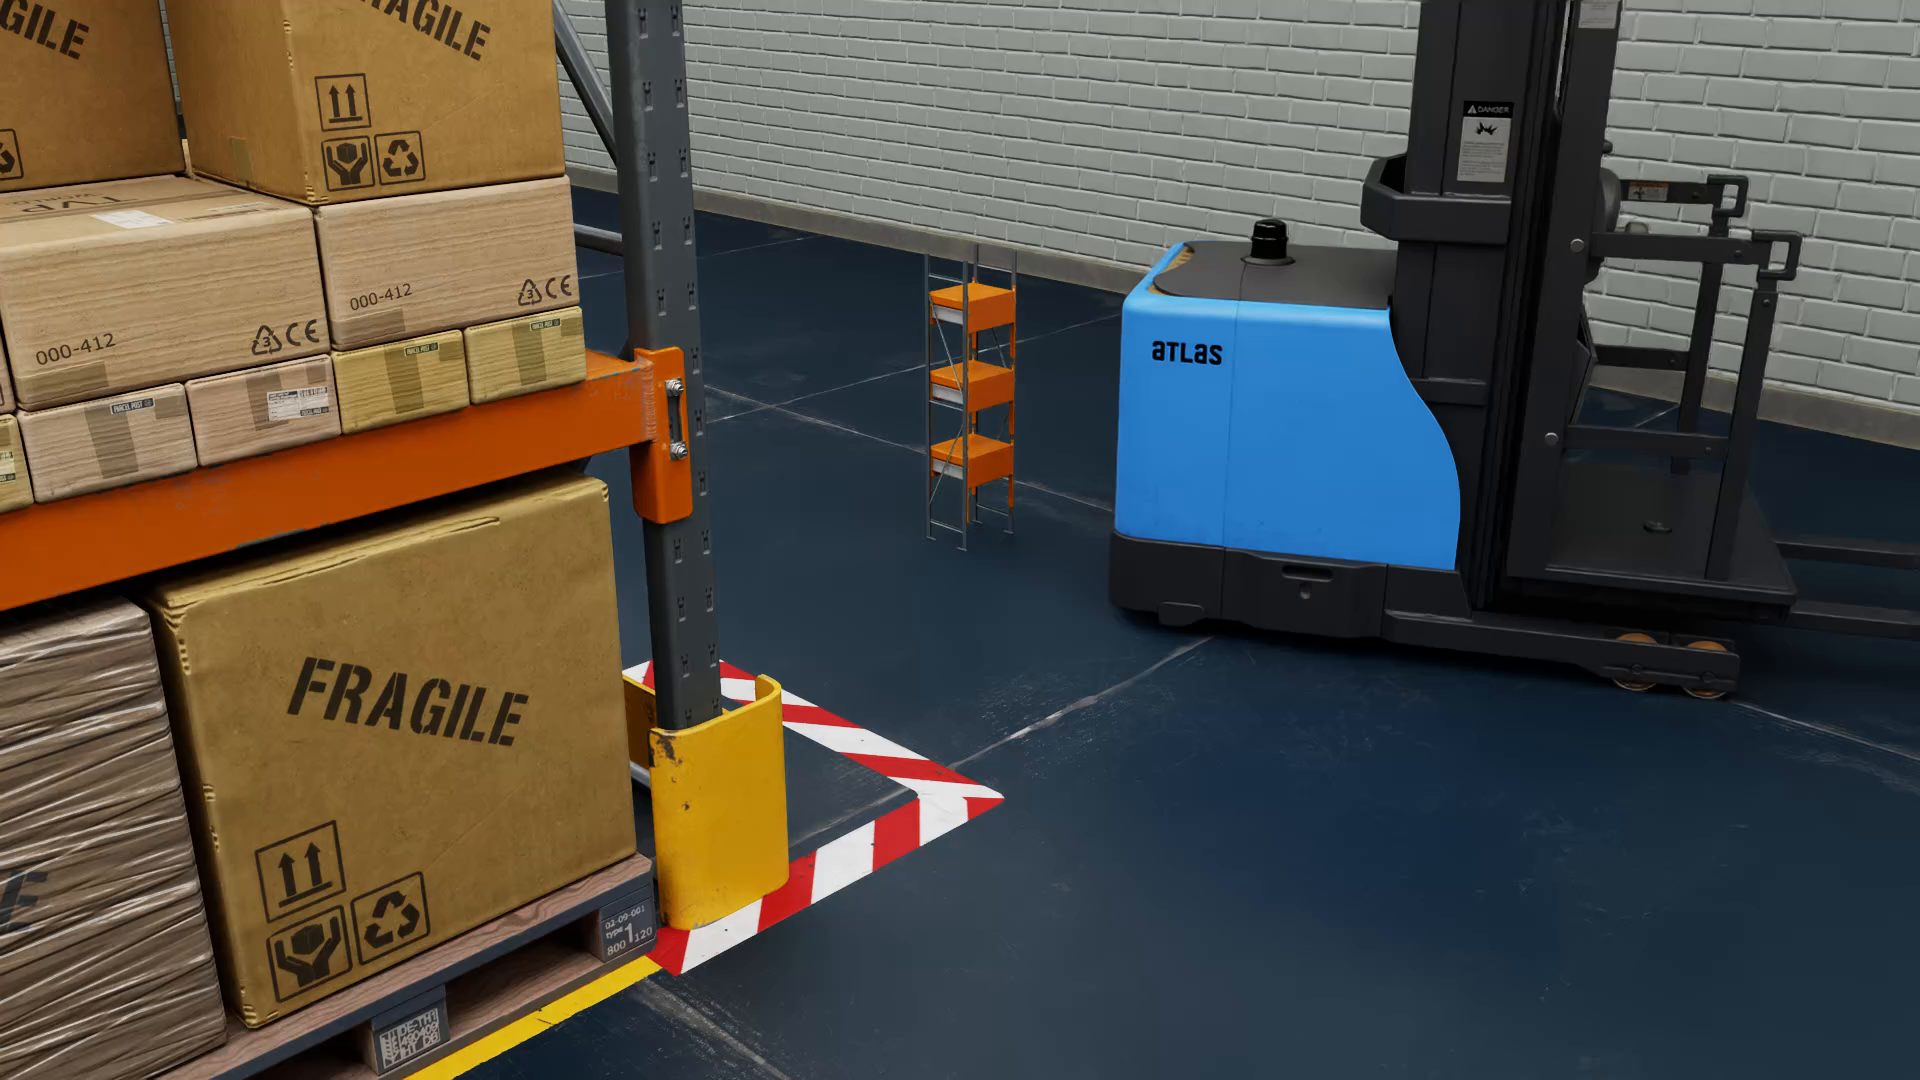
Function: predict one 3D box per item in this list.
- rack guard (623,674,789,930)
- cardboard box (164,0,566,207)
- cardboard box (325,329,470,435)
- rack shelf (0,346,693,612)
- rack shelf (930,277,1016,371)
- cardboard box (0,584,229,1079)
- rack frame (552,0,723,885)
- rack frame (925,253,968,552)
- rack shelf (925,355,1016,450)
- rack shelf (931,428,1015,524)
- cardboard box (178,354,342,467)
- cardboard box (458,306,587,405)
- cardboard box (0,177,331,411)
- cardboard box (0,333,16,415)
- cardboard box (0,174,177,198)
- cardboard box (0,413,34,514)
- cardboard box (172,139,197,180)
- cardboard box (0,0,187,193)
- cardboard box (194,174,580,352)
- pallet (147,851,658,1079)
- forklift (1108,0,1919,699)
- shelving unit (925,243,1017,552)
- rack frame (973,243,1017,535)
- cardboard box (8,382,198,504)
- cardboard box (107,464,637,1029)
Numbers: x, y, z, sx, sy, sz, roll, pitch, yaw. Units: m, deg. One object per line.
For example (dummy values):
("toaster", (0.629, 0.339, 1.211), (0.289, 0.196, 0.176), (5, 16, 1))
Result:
("rack guard", (-0.920, 0.471, 4.151), (1.175, 0.500, 0.348), (19, 28, 41))
("cardboard box", (-1.088, -0.917, 3.029), (0.500, 0.500, 0.500), (20, 29, 41))
("cardboard box", (-1.129, -0.331, 3.104), (0.380, 0.149, 0.250), (20, 28, 41))
("rack shelf", (-2.332, 0.161, 2.478), (1.077, 0.370, 4.000), (19, 28, 41))
("rack shelf", (0.037, -0.759, 5.824), (0.215, 0.259, 0.240), (19, 28, 41))
("cardboard box", (-1.960, 0.525, 2.904), (0.875, 0.875, 0.875), (19, 28, 41))
("rack frame", (-0.936, -0.689, 3.687), (1.000, 3.000, 0.127), (19, 28, 41))
("rack frame", (-0.048, -0.472, 5.840), (0.200, 1.050, 0.008), (19, 28, 41))
("rack shelf", (0.037, -0.494, 5.926), (0.215, 0.259, 0.240), (19, 28, 41))
("rack shelf", (0.037, -0.234, 6.026), (0.215, 0.259, 0.240), (19, 28, 41))
("cardboard box", (-1.306, -0.266, 2.936), (0.380, 0.149, 0.250), (19, 28, 41))
("cardboard box", (-0.949, -0.398, 3.279), (0.250, 0.149, 0.380), (-20, 28, -41))
("cardboard box", (-1.439, -0.437, 2.825), (0.500, 0.250, 0.500), (19, 28, 40))
("cardboard box", (-1.793, -0.306, 2.484), (0.500, 0.250, 0.500), (18, 27, 39))
("cardboard box", (-1.823, -0.567, 3.163), (0.500, 0.250, 0.500), (19, 28, 40))
("cardboard box", (-1.660, -0.135, 2.595), (0.380, 0.149, 0.250), (18, 28, 39))
("cardboard box", (-1.465, -0.702, 3.515), (0.500, 0.250, 0.500), (18, 28, 39))
("cardboard box", (-1.813, -0.924, 3.046), (0.500, 0.500, 0.500), (18, 28, 39))
("cardboard box", (-1.084, -0.567, 3.163), (0.500, 0.250, 0.500), (19, 28, 40))
("pallet", (-1.438, 0.838, 3.601), (1.003, 0.211, 1.213), (19, 28, 41))
("forklift", (2.056, -1.116, 4.892), (3.031, 2.935, 1.130), (6, 22, 15))
("shelving unit", (0.037, -0.504, 5.922), (0.215, 1.050, 0.252), (19, 28, 41))
("rack frame", (0.122, -0.535, 6.004), (0.200, 1.050, 0.008), (19, 28, 41))
("cardboard box", (-1.481, -0.202, 2.770), (0.250, 0.149, 0.380), (-20, 28, -41))
("cardboard box", (-1.326, 0.291, 3.513), (0.875, 0.875, 0.875), (19, 28, 41))
